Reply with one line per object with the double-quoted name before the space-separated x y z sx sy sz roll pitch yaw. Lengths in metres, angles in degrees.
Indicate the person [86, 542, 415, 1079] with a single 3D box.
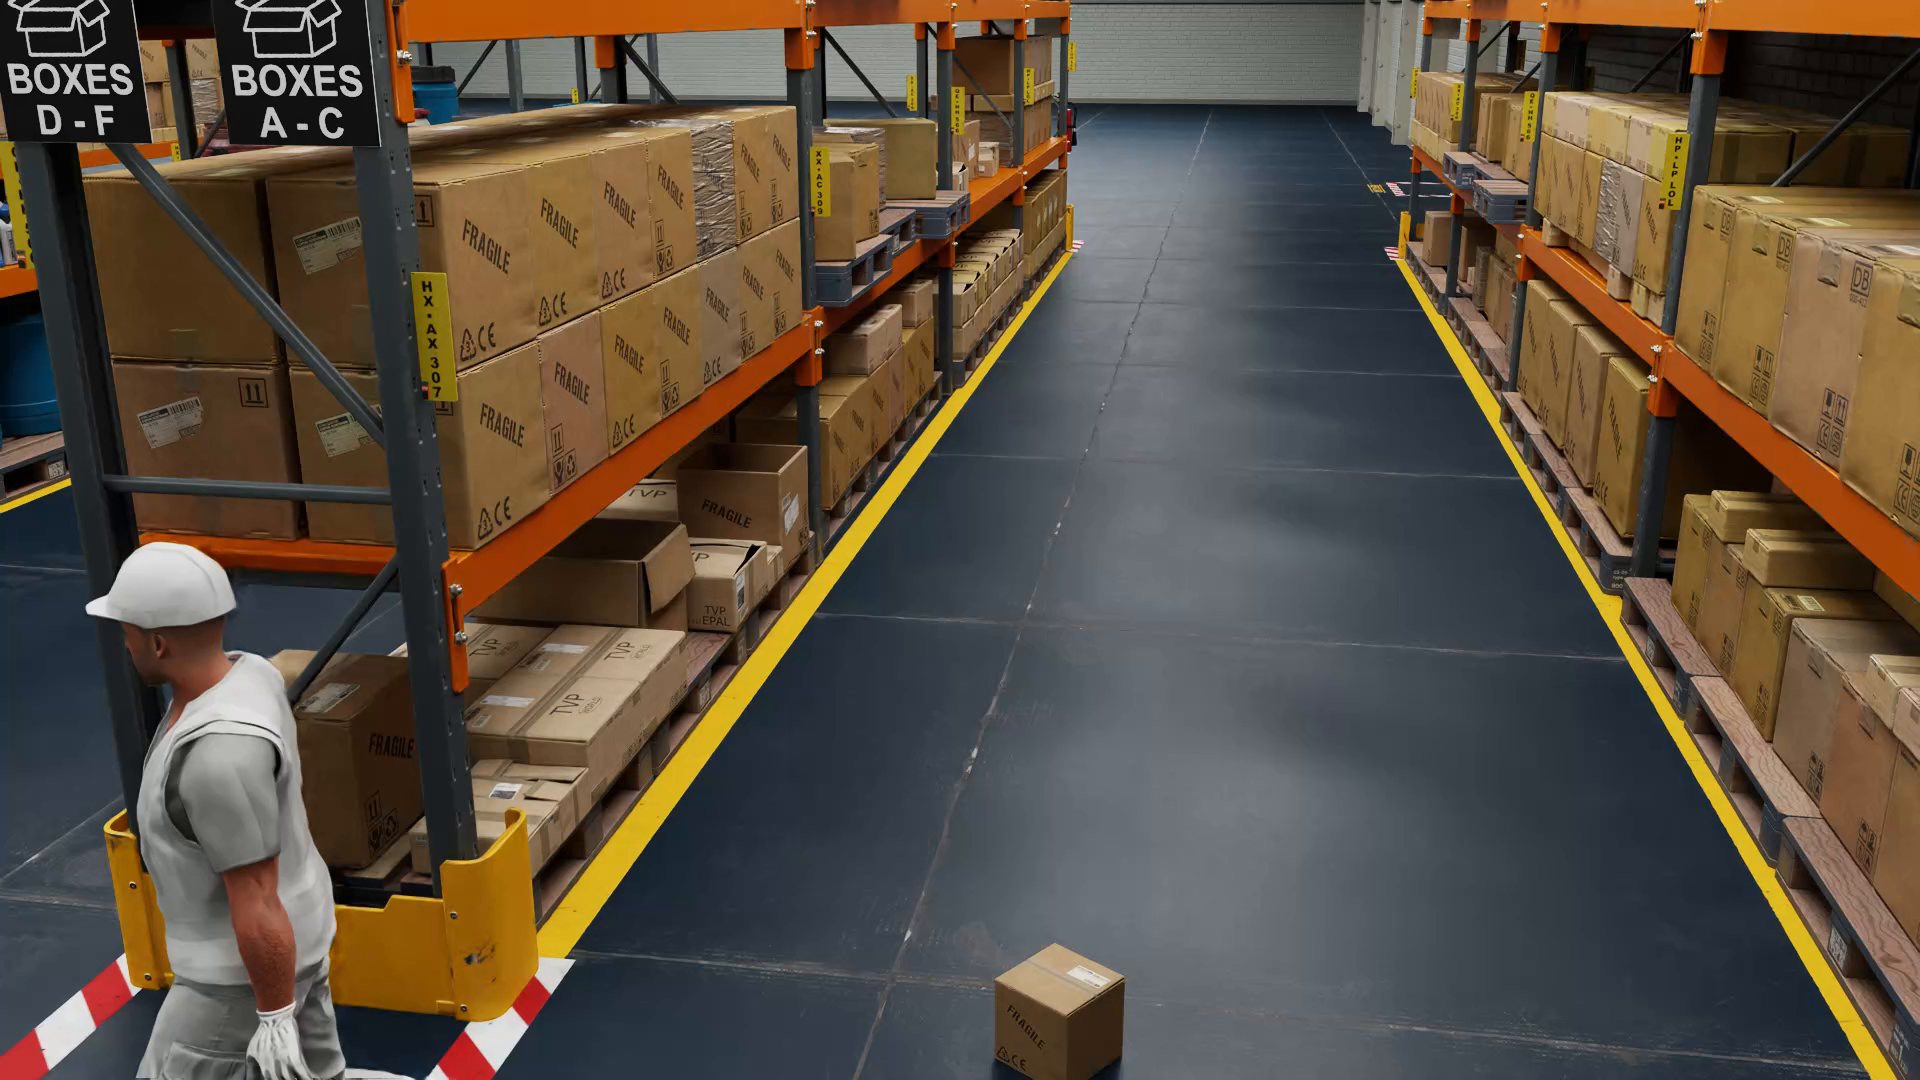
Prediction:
"person" -1.424 0.848 3.398 1.003 1.742 0.661 -5 18 -15
